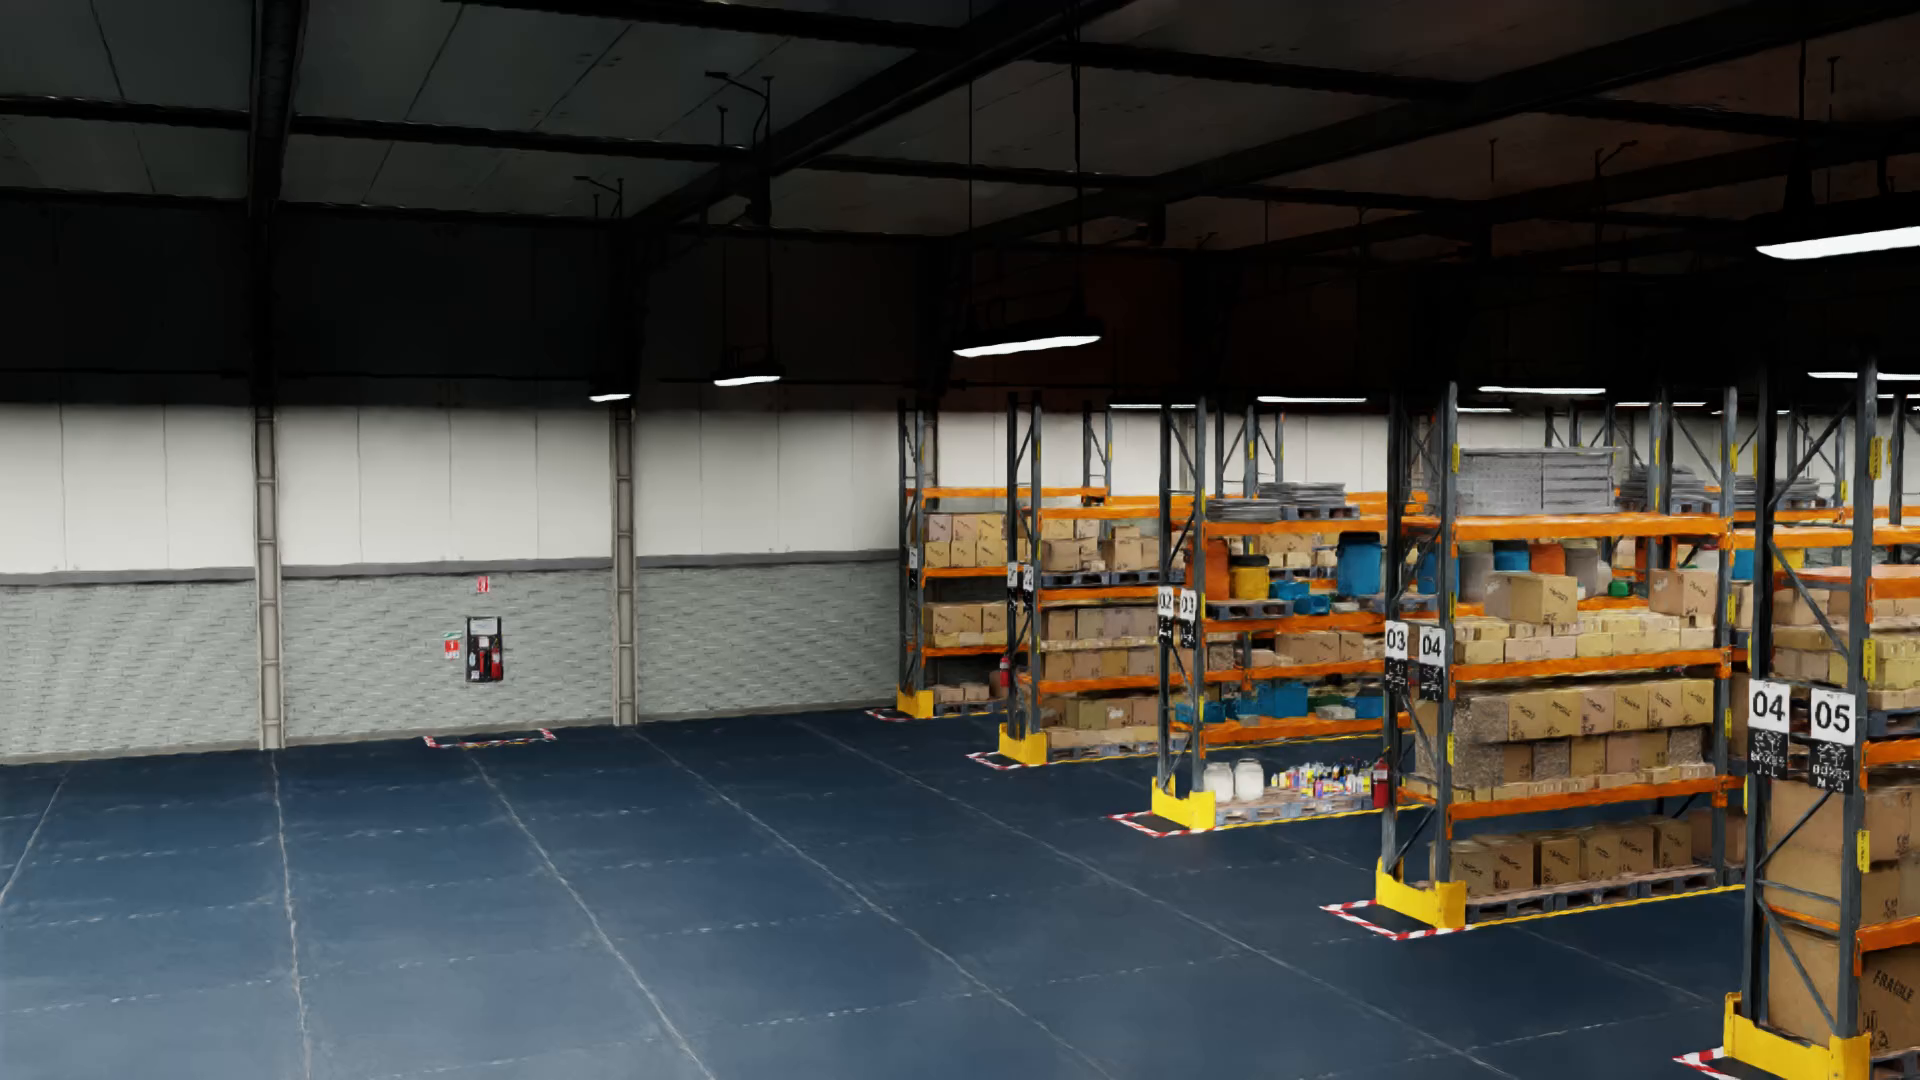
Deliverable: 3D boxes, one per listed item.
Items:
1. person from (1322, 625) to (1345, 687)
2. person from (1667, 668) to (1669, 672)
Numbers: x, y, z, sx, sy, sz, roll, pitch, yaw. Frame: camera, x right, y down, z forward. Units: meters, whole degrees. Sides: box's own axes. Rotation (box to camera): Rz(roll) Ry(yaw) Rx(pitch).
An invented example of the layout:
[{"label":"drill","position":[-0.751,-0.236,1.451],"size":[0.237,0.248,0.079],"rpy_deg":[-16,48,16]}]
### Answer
[{"label":"person","position":[7.201,2.392,31.871],"size":[0.505,1.779,0.632],"rpy_deg":[2,4,36]},{"label":"person","position":[12.957,2.525,30.808],"size":[0.411,1.671,0.496],"rpy_deg":[3,4,39]}]
